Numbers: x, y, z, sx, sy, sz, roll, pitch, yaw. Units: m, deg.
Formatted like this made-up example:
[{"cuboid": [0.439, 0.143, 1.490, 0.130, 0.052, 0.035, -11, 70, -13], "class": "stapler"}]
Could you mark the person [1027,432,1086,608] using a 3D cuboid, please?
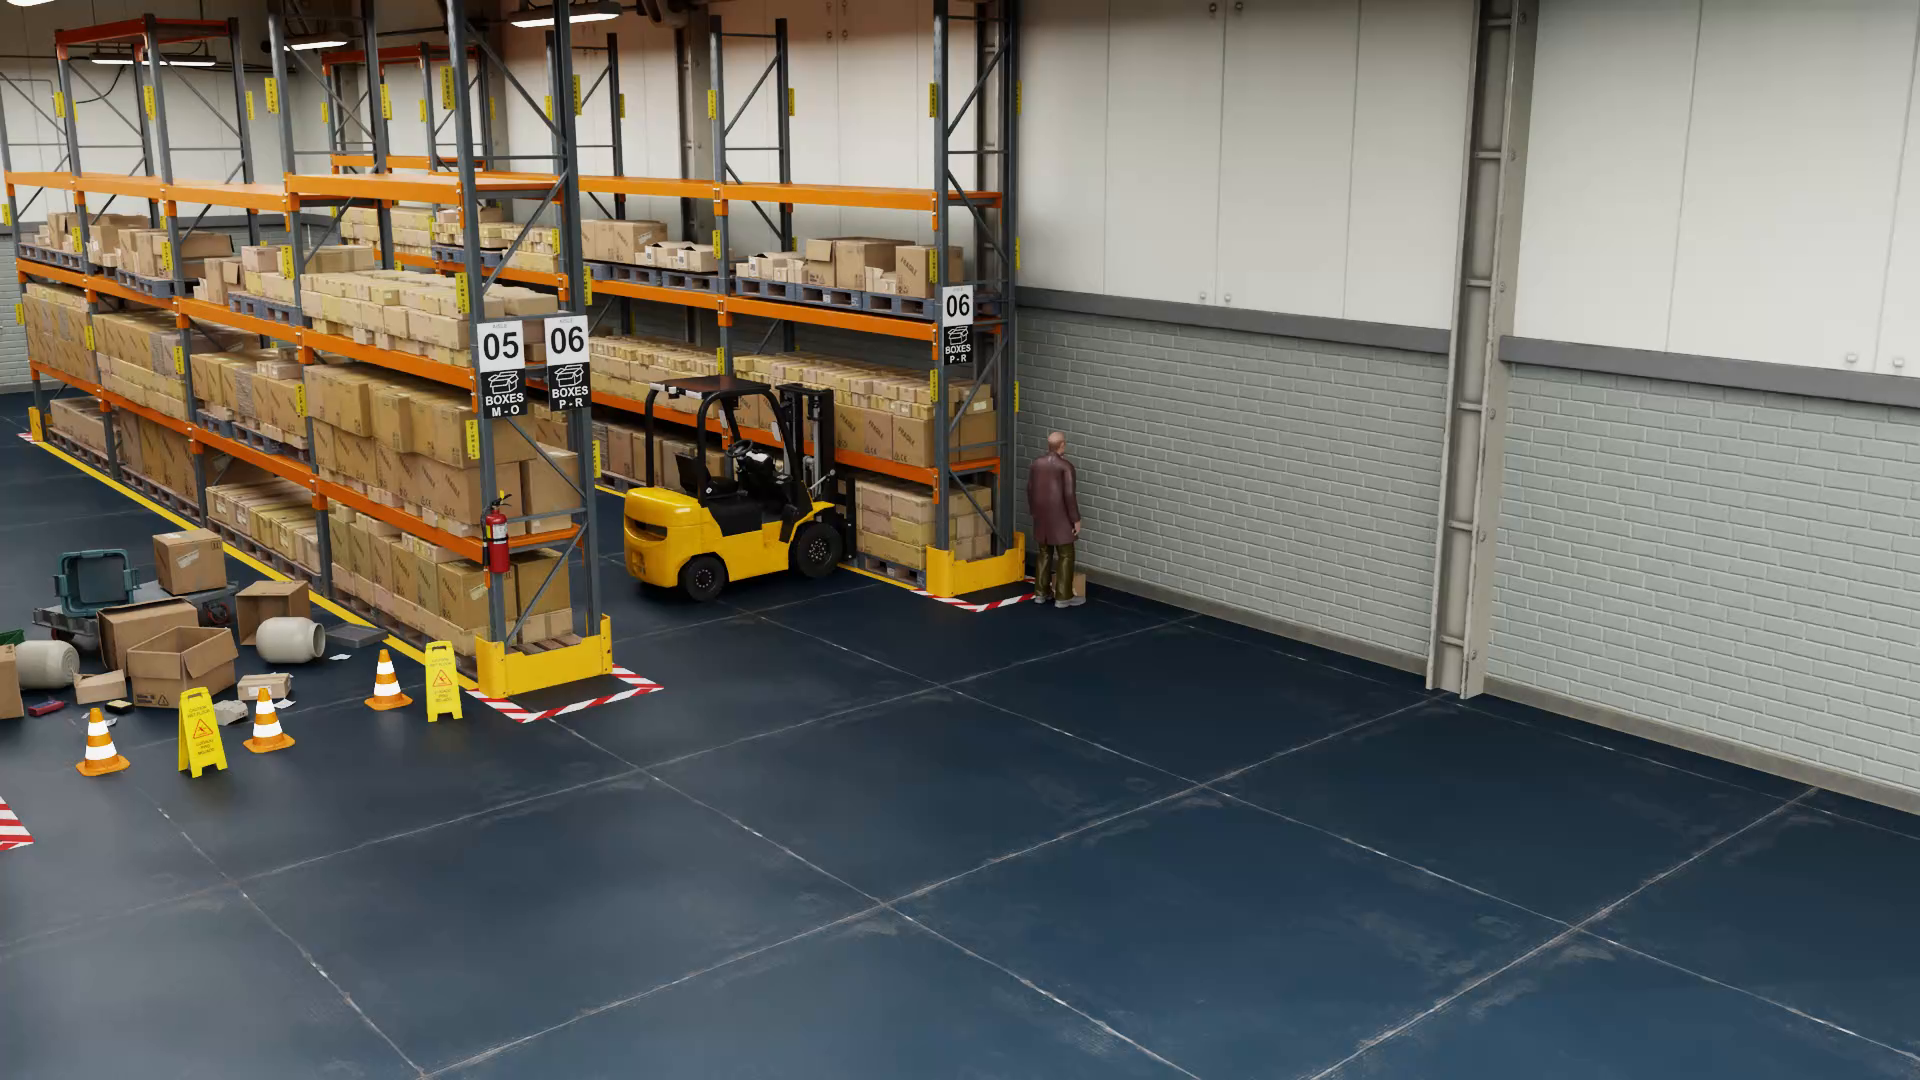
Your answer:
[{"cuboid": [0.964, -0.217, 16.912, 0.643, 1.773, 0.431, 12, 18, 40], "class": "person"}]
